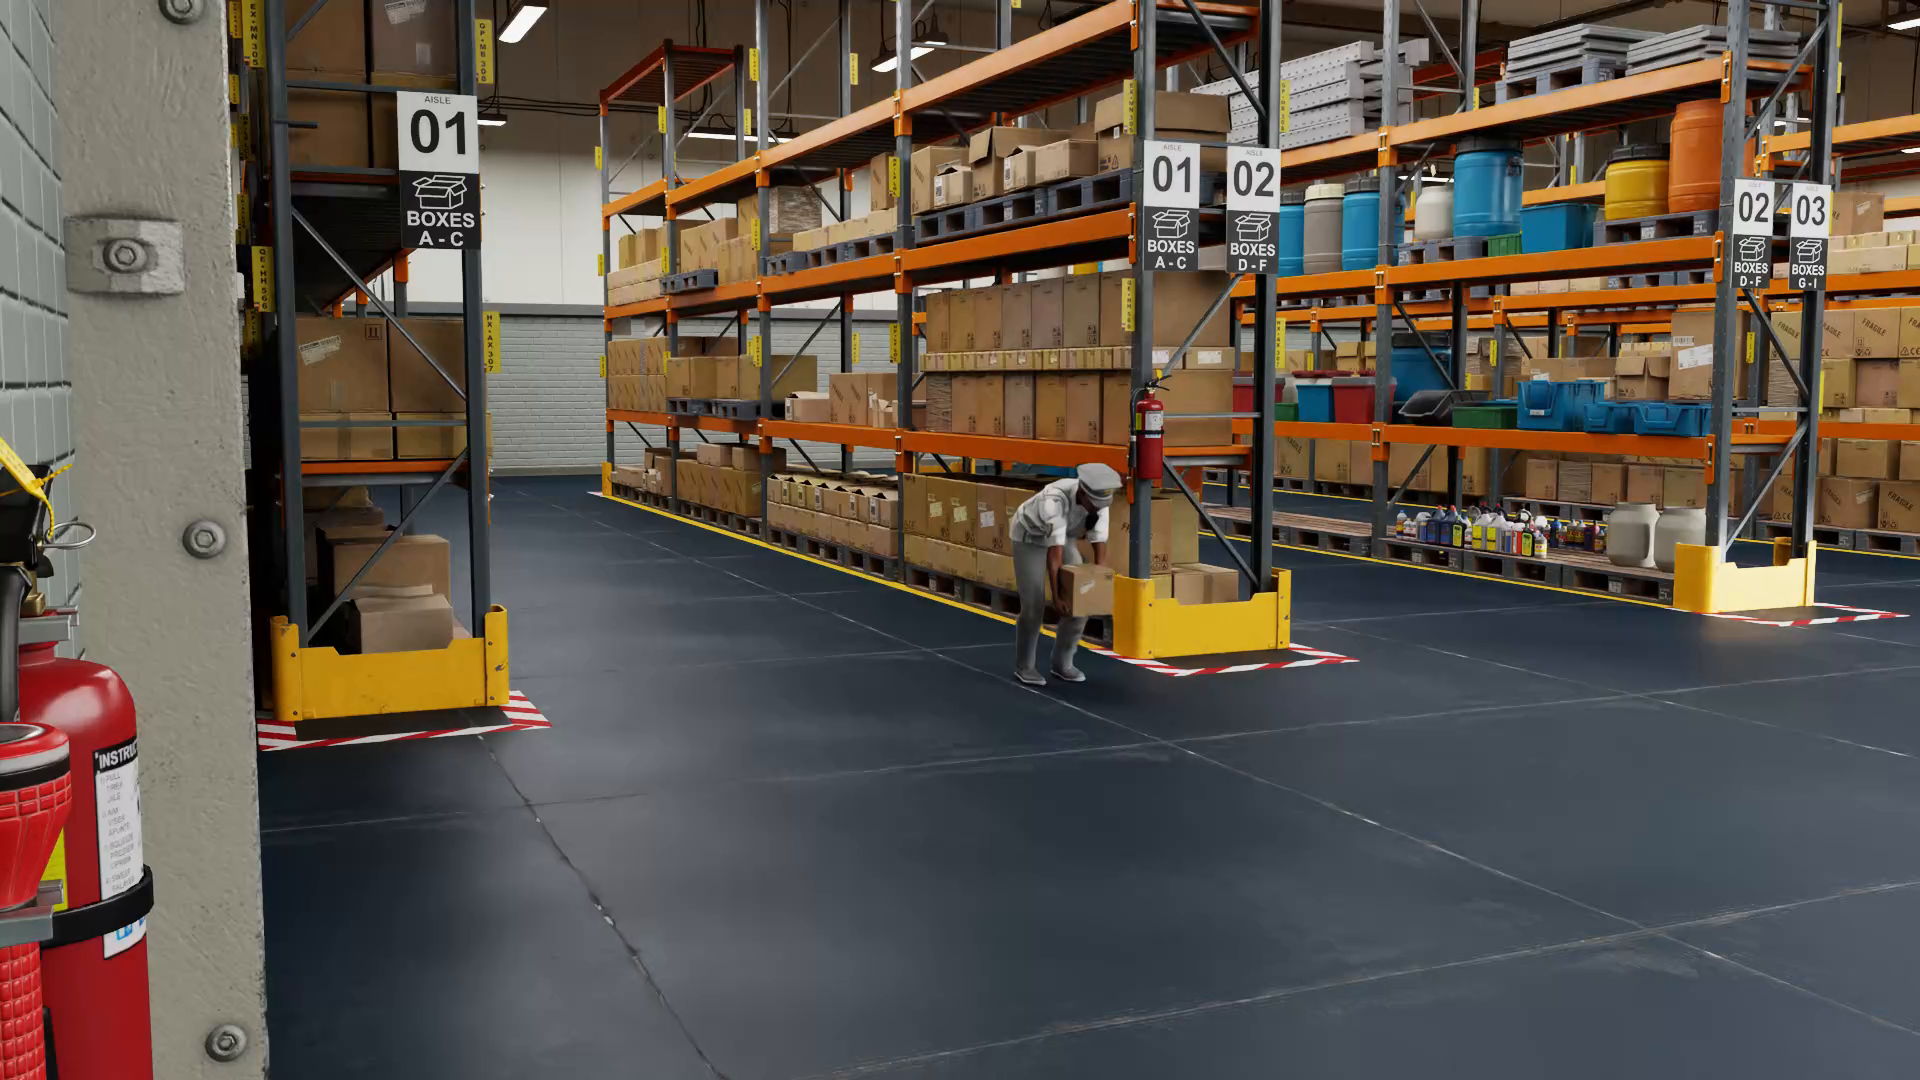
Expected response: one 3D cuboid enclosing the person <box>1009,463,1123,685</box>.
[{"bbox_3d":[0.602,0.197,9.399,0.424,1.285,0.891,-3,6,-26],"label":"person"}]
